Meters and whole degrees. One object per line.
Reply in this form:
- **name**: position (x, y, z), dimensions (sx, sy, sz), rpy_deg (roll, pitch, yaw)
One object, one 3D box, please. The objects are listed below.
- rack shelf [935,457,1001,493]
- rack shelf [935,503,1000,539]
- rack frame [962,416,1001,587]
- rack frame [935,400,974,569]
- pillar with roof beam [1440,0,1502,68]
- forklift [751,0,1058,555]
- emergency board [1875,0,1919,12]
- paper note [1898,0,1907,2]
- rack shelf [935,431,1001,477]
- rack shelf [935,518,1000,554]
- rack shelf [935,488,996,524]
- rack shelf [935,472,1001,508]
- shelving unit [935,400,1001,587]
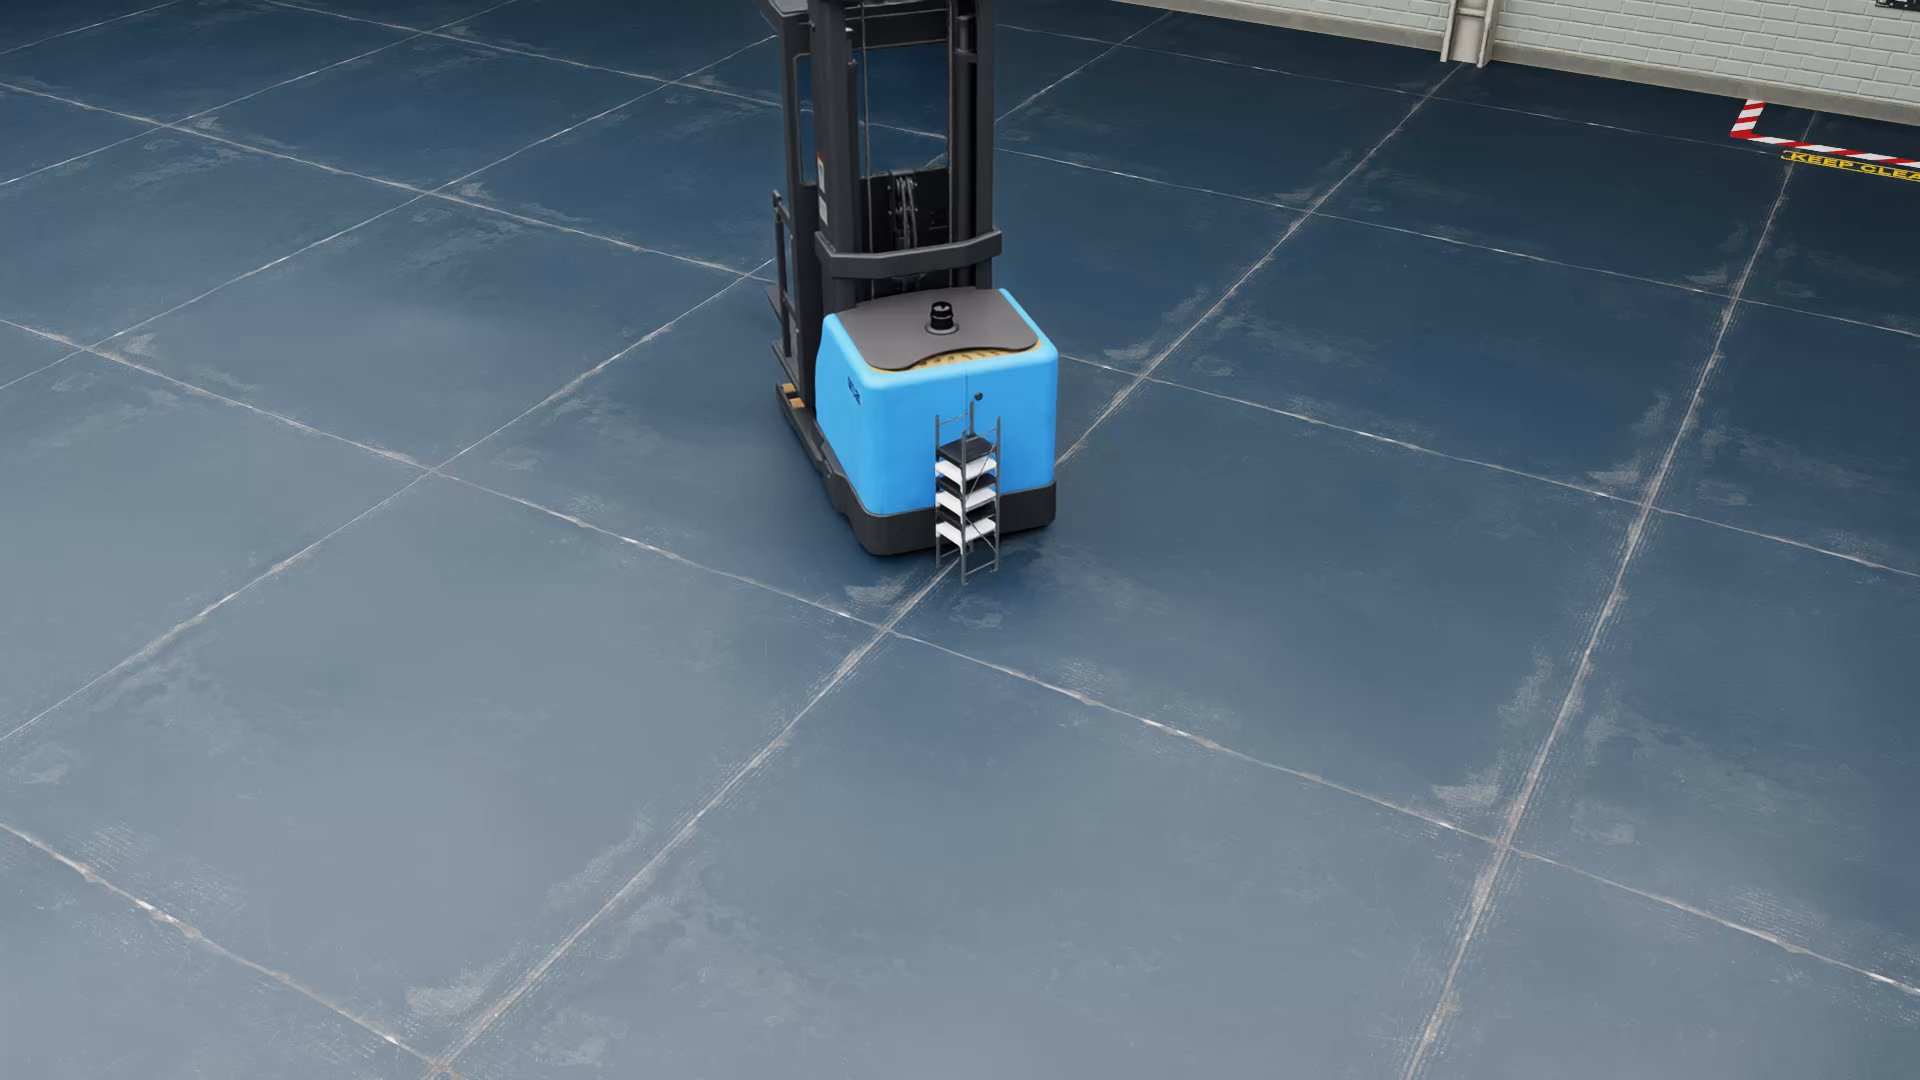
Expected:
- **rack shelf**: position (0.039, -0.348, 8.196), dimensions (0.258, 0.077, 0.200), rpy_deg (-24, 41, -32)
- **rack shelf**: position (0.039, -0.123, 8.345), dimensions (0.258, 0.077, 0.200), rpy_deg (-24, 41, -32)
- **rack frame**: position (0.103, -0.182, 8.211), dimensions (0.240, 0.900, 0.006), rpy_deg (-24, 41, -32)
- **rack frame**: position (-0.025, -0.269, 8.342), dimensions (0.240, 0.900, 0.006), rpy_deg (-24, 41, -32)
- **pillar with roof beam**: position (2.563, -6.138, 9.848), dimensions (0.400, 9.000, 9.100), rpy_deg (18, 37, 24)
- **forklift**: position (-0.455, -1.952, 9.037), dimensions (1.130, 2.935, 3.031), rpy_deg (-11, 35, -16)
- **emergency board**: position (7.784, -4.771, 13.209), dimensions (0.626, 1.169, 0.157), rpy_deg (18, 37, 24)
- **paper note**: position (7.663, -4.475, 13.559), dimensions (0.142, 0.148, 0.016), rpy_deg (18, 37, 24)
- **rack shelf**: position (0.039, -0.423, 8.146), dimensions (0.258, 0.077, 0.200), rpy_deg (-24, 41, -32)
- **rack shelf**: position (0.039, -0.048, 8.395), dimensions (0.258, 0.077, 0.200), rpy_deg (-24, 41, -32)
- **rack shelf**: position (0.039, -0.198, 8.295), dimensions (0.258, 0.077, 0.200), rpy_deg (-24, 41, -32)
- **rack shelf**: position (0.039, -0.273, 8.245), dimensions (0.258, 0.077, 0.200), rpy_deg (-24, 41, -32)
- **shelving unit**: position (0.039, -0.226, 8.277), dimensions (0.258, 0.900, 0.210), rpy_deg (-24, 41, -32)
